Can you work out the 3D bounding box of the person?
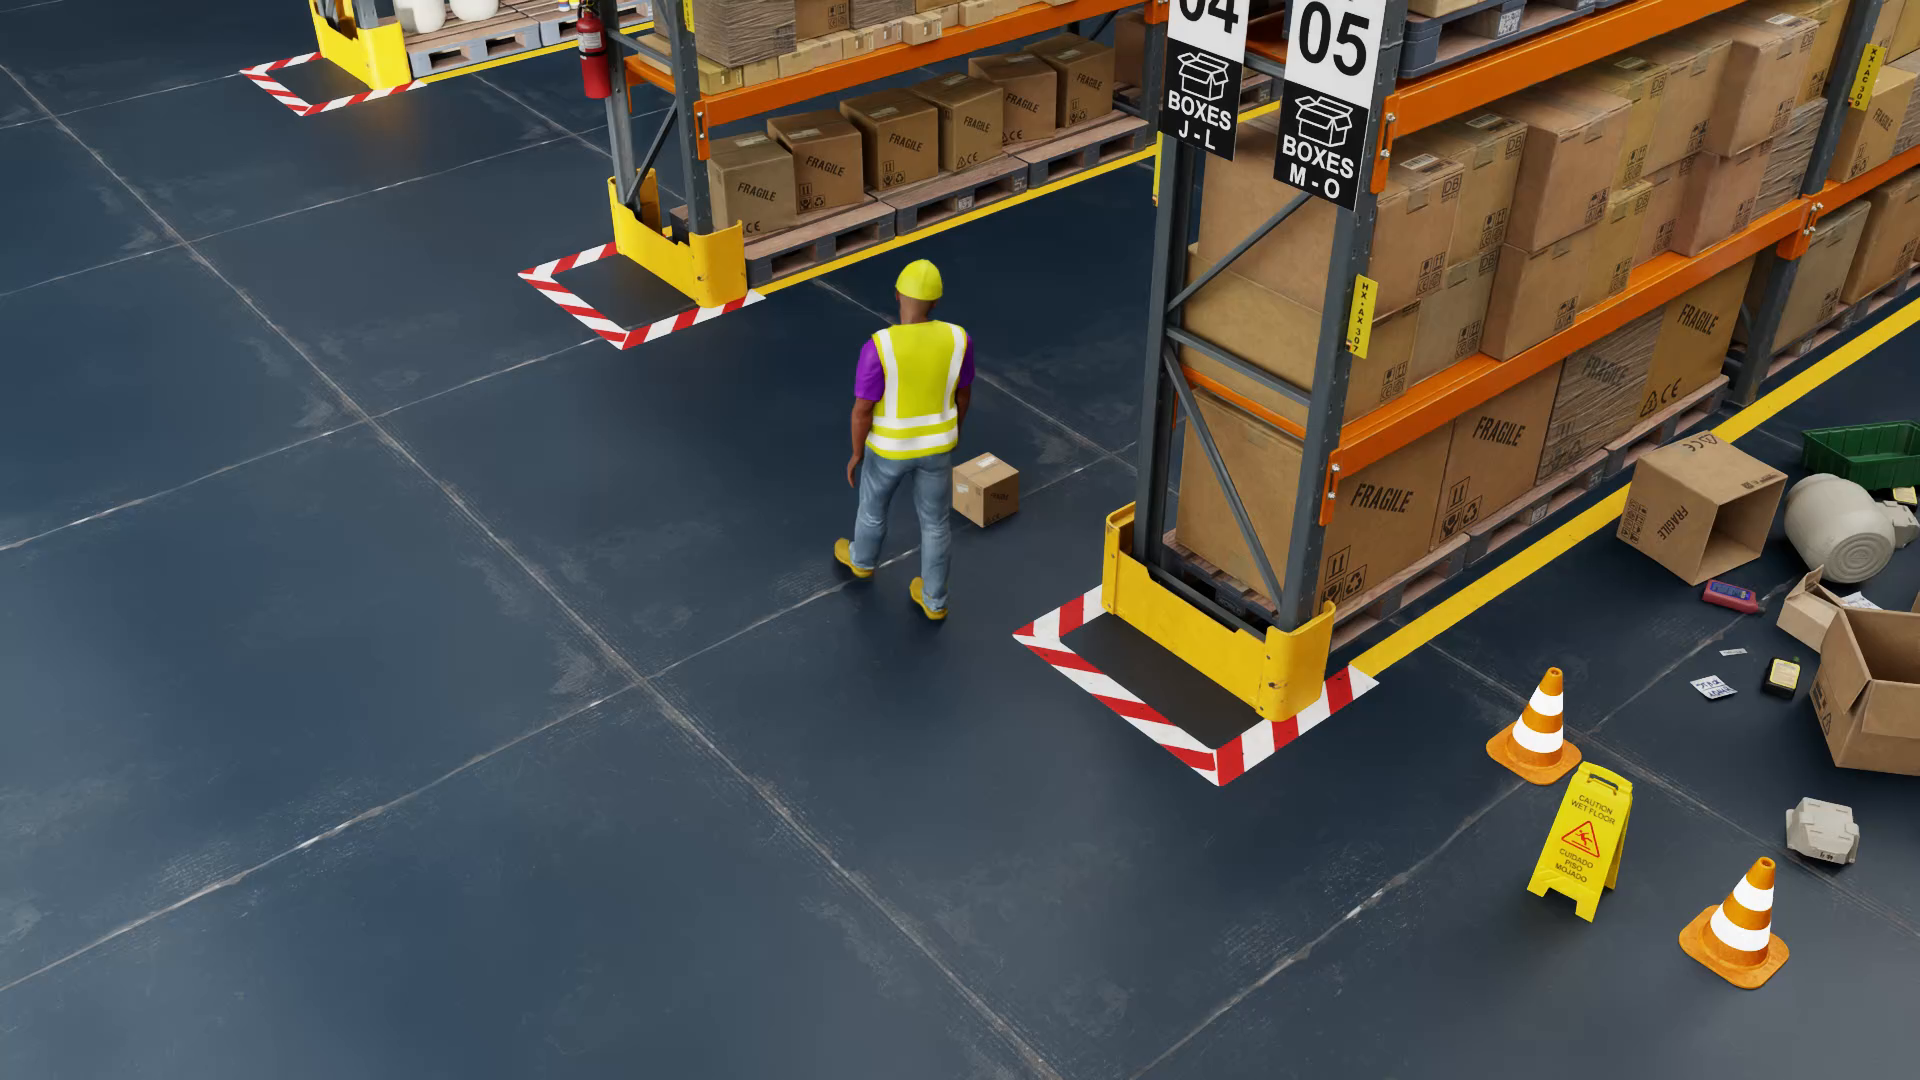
[{"bbox_3d":[-0.259,-0.502,7.733,0.631,1.749,0.741,-11,37,-15],"label":"person"}]
